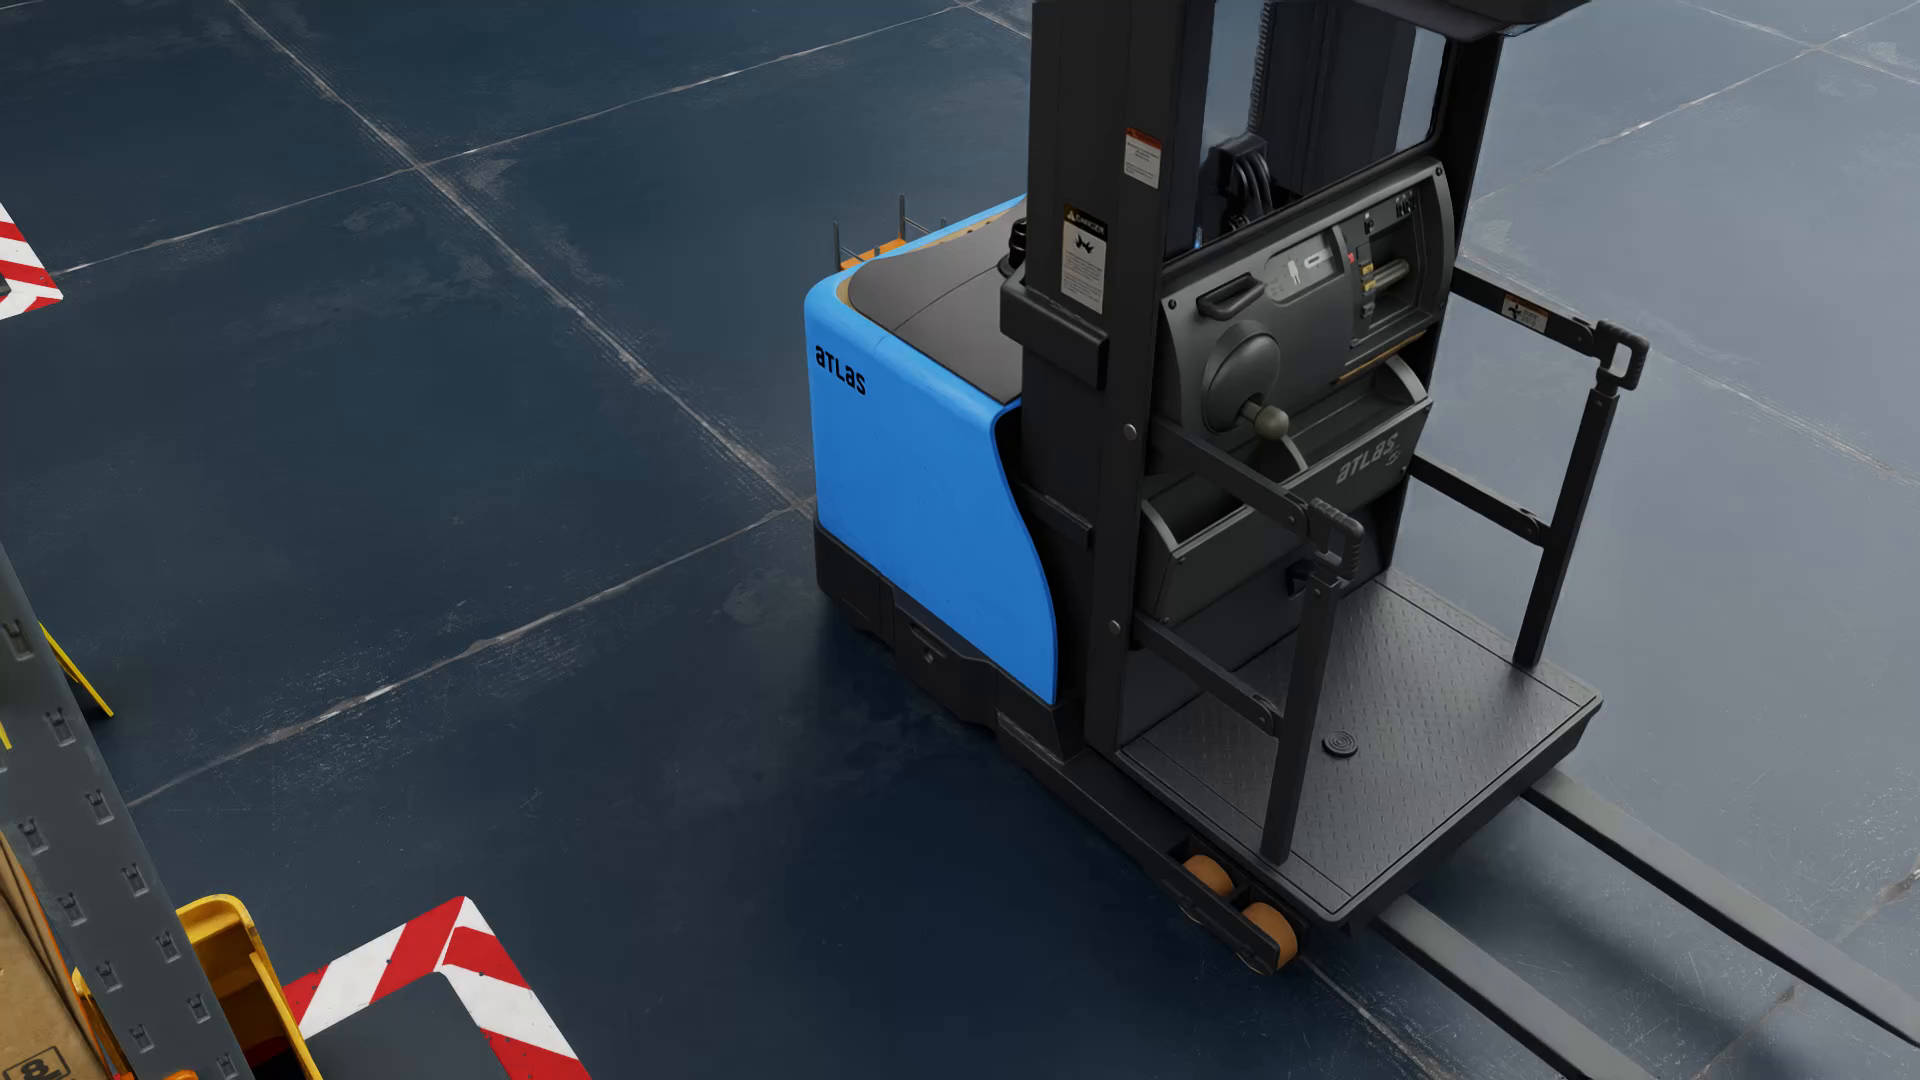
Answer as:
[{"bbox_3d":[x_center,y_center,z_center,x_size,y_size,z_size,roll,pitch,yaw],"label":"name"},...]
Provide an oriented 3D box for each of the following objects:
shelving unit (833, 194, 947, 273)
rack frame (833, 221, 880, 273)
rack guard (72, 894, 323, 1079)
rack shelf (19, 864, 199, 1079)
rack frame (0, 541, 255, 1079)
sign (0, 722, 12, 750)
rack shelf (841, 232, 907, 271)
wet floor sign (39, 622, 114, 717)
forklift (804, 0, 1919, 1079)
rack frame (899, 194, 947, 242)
[{"bbox_3d":[-0.198,-0.497,5.027,0.252,1.050,0.215,-30,48,-31],"label":"shelving unit"},{"bbox_3d":[-0.289,-0.445,4.965,0.008,1.050,0.200,-30,48,-31],"label":"rack frame"},{"bbox_3d":[-1.341,1.291,3.282,0.348,0.500,1.175,-26,46,-28],"label":"rack guard"},{"bbox_3d":[-2.946,1.385,1.764,4.000,0.370,1.077,-26,46,-28],"label":"rack shelf"},{"bbox_3d":[-1.360,0.334,2.478,0.127,3.000,1.000,-26,46,-28],"label":"rack frame"},{"bbox_3d":[-1.040,0.073,1.696,0.005,0.325,0.100,-26,46,-28],"label":"sign"},{"bbox_3d":[-0.198,-0.708,4.854,0.240,0.259,0.215,-30,48,-31],"label":"rack shelf"},{"bbox_3d":[-2.544,0.237,4.452,0.267,0.644,0.232,30,48,31],"label":"wet floor sign"},{"bbox_3d":[0.916,-0.464,3.505,1.130,2.935,3.031,-29,47,-30],"label":"forklift"},{"bbox_3d":[-0.107,-0.548,5.090,0.008,1.050,0.200,-30,48,-31],"label":"rack frame"}]
